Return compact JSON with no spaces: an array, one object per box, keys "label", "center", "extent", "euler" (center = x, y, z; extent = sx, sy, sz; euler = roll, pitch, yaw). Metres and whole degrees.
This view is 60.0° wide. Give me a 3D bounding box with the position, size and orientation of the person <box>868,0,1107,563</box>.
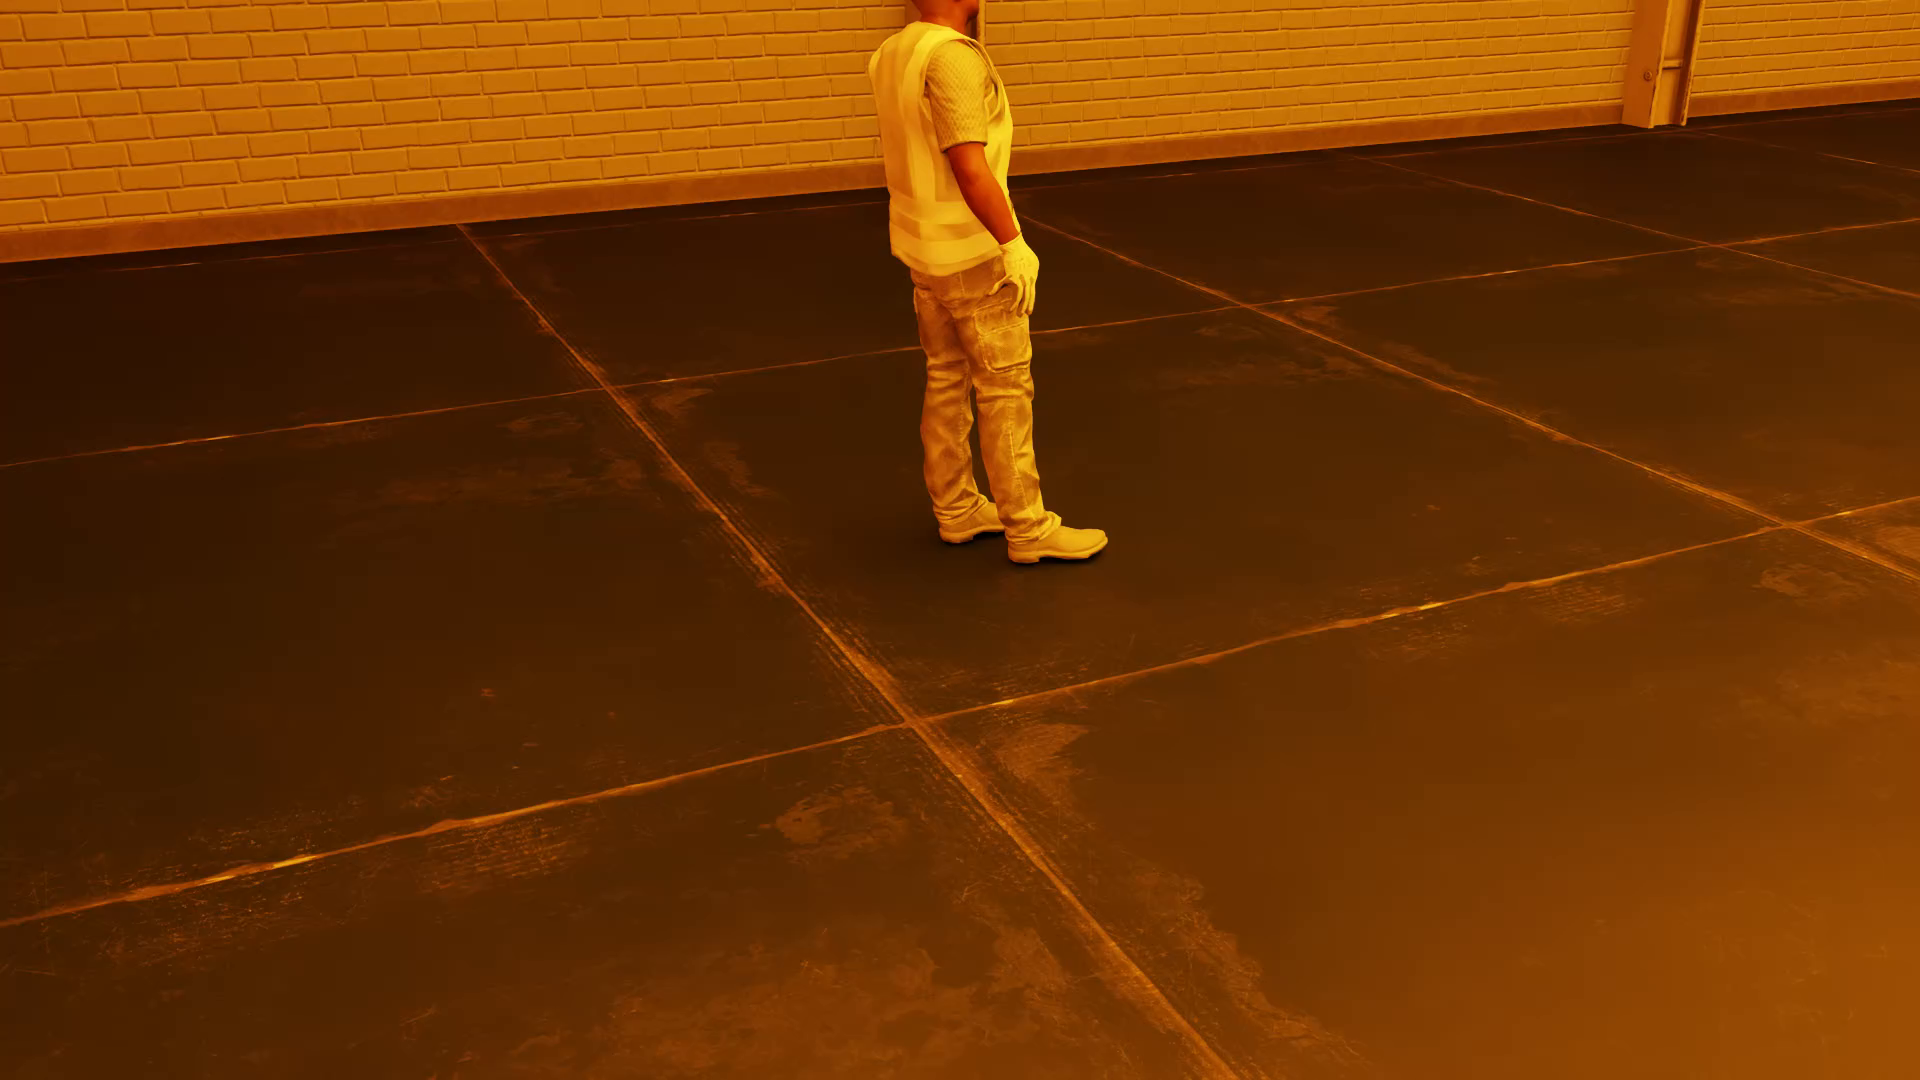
[{"label":"person","center":[0.069,-0.839,4.782],"extent":[0.577,1.782,0.656],"euler":[-10,25,-23]}]
